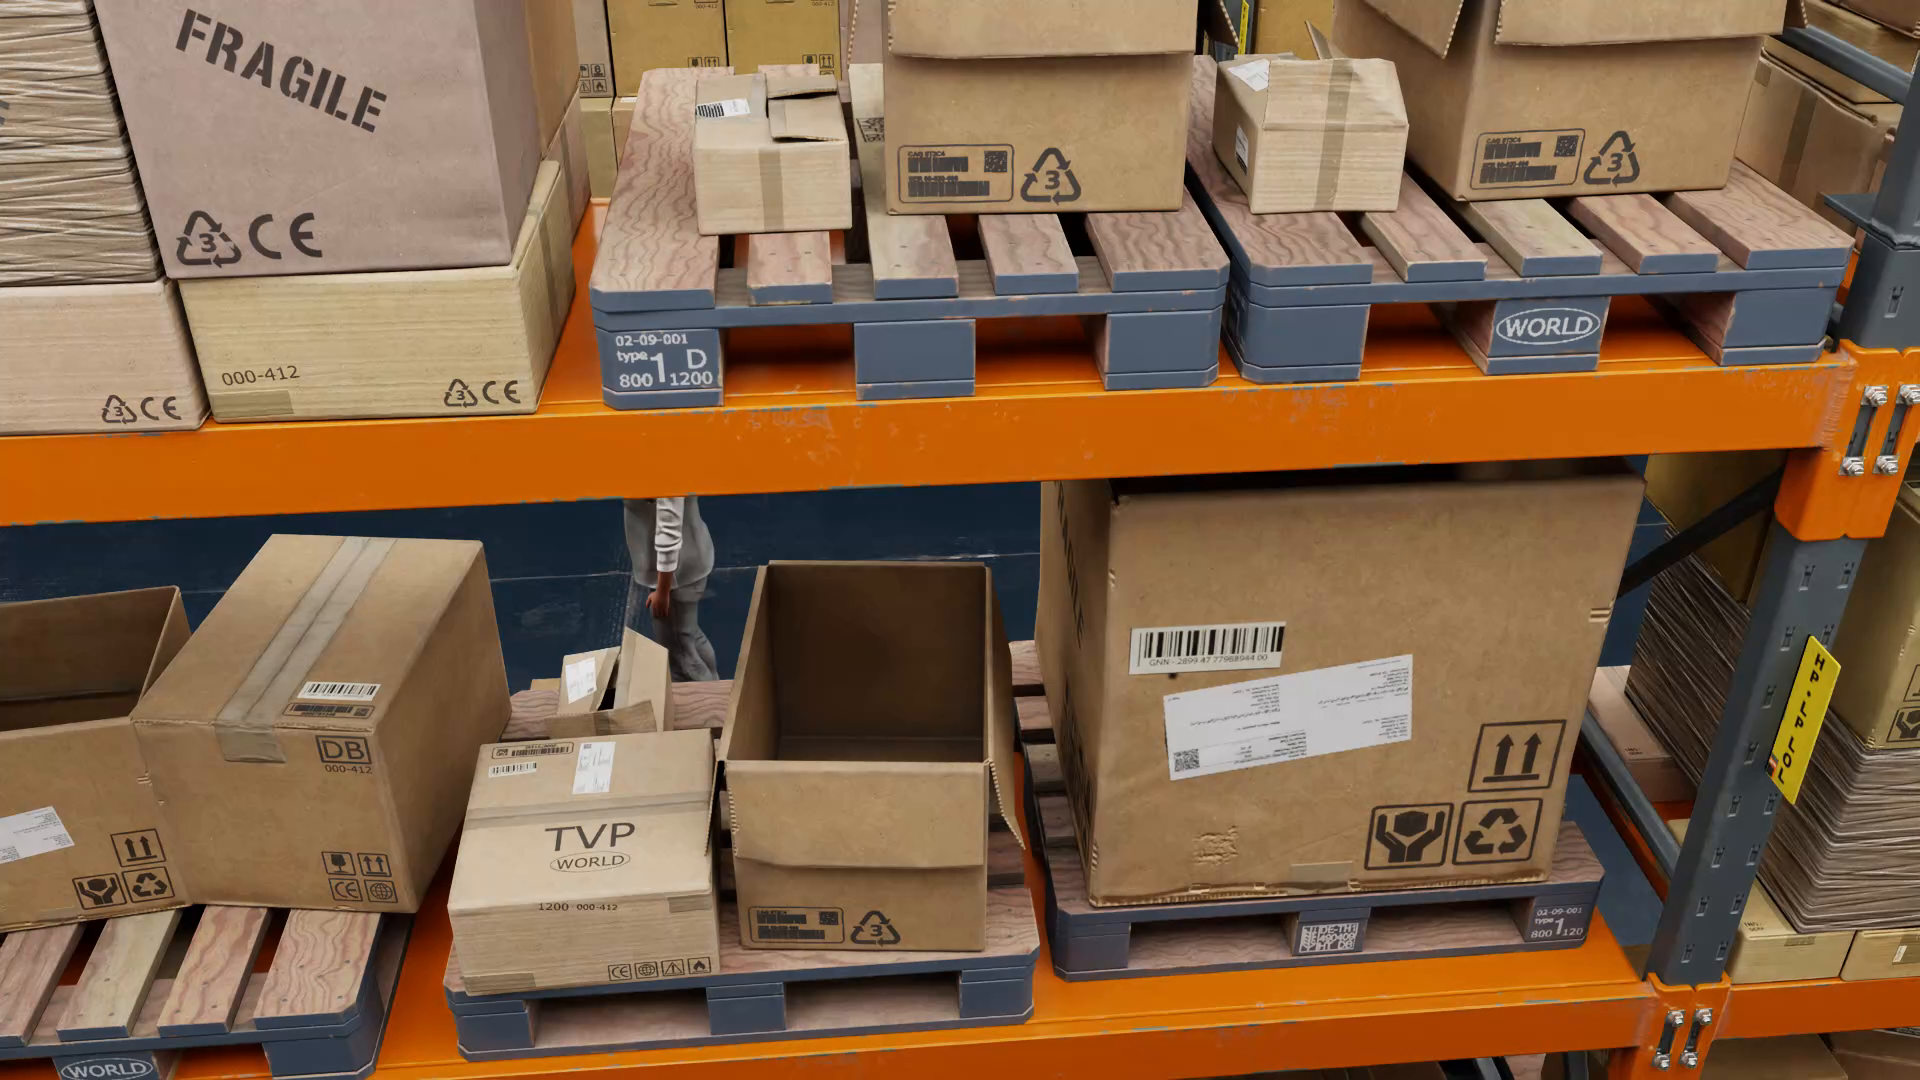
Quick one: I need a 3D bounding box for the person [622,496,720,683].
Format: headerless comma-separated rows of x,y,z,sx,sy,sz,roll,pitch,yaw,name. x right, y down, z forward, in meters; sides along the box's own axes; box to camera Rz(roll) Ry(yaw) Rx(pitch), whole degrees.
-1.028,0.079,5.949,0.299,1.530,0.386,-2,32,-3,person
